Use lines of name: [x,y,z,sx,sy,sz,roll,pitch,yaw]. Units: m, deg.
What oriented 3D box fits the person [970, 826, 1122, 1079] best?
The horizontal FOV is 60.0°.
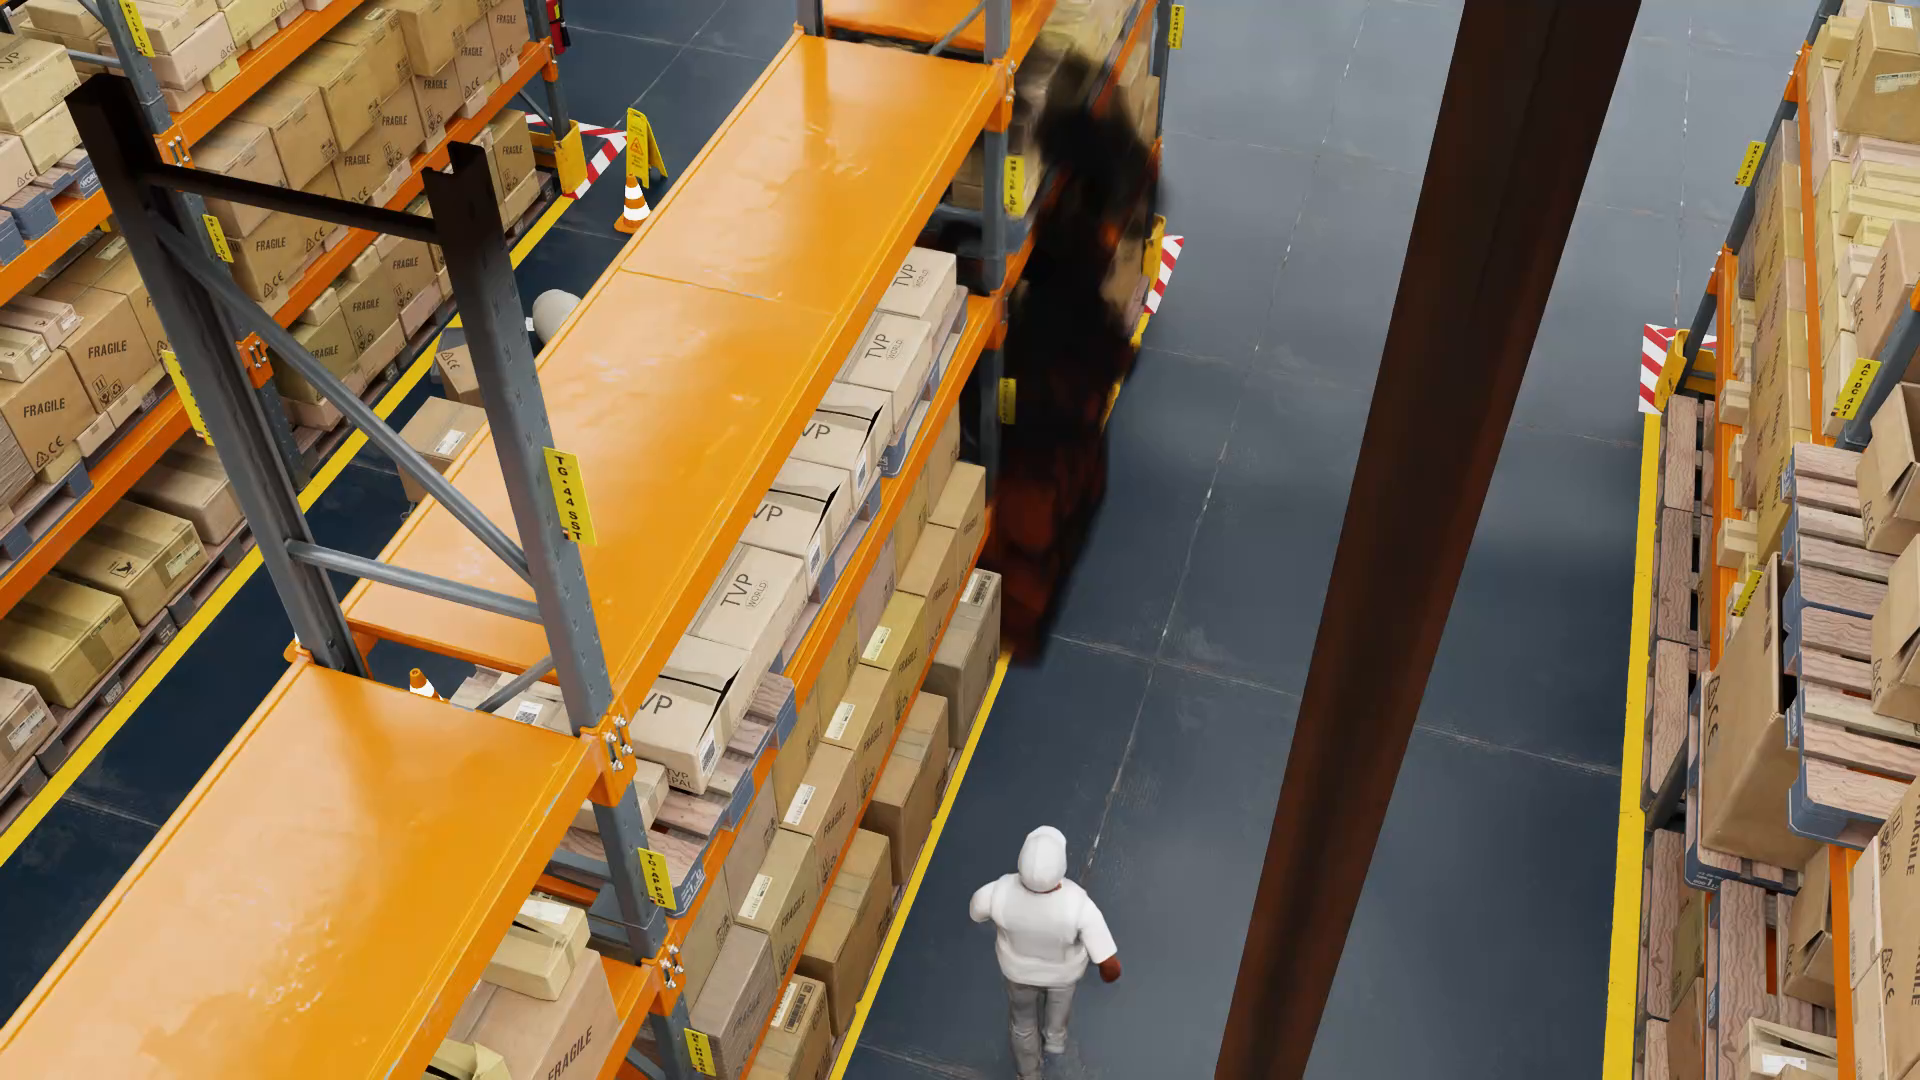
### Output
person: [0.387,1.892,7.675,0.692,1.802,0.660,4,46,4]
